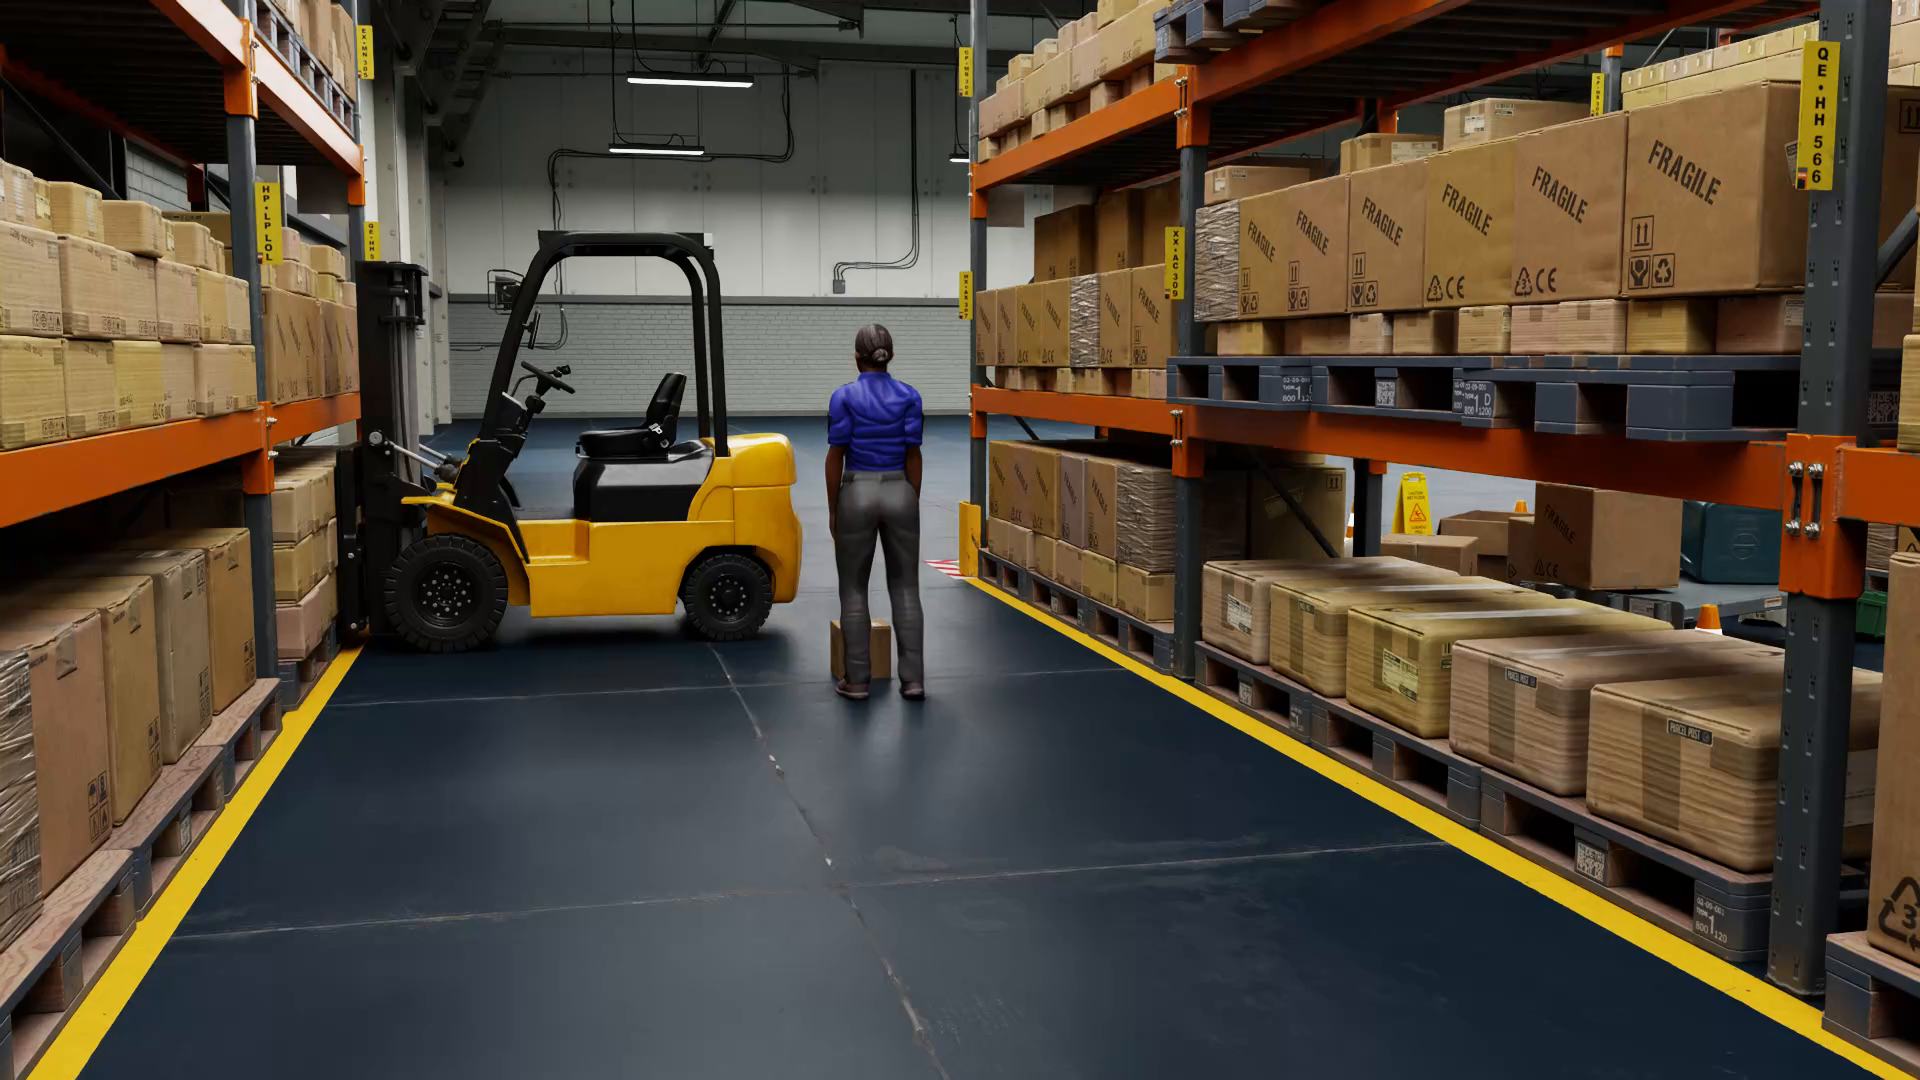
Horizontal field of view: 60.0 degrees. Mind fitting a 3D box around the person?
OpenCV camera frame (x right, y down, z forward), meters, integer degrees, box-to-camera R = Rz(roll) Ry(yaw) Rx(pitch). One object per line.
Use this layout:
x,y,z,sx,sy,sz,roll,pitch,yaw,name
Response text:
-0.376,-0.100,7.370,0.444,1.678,0.324,-1,6,-12,person
